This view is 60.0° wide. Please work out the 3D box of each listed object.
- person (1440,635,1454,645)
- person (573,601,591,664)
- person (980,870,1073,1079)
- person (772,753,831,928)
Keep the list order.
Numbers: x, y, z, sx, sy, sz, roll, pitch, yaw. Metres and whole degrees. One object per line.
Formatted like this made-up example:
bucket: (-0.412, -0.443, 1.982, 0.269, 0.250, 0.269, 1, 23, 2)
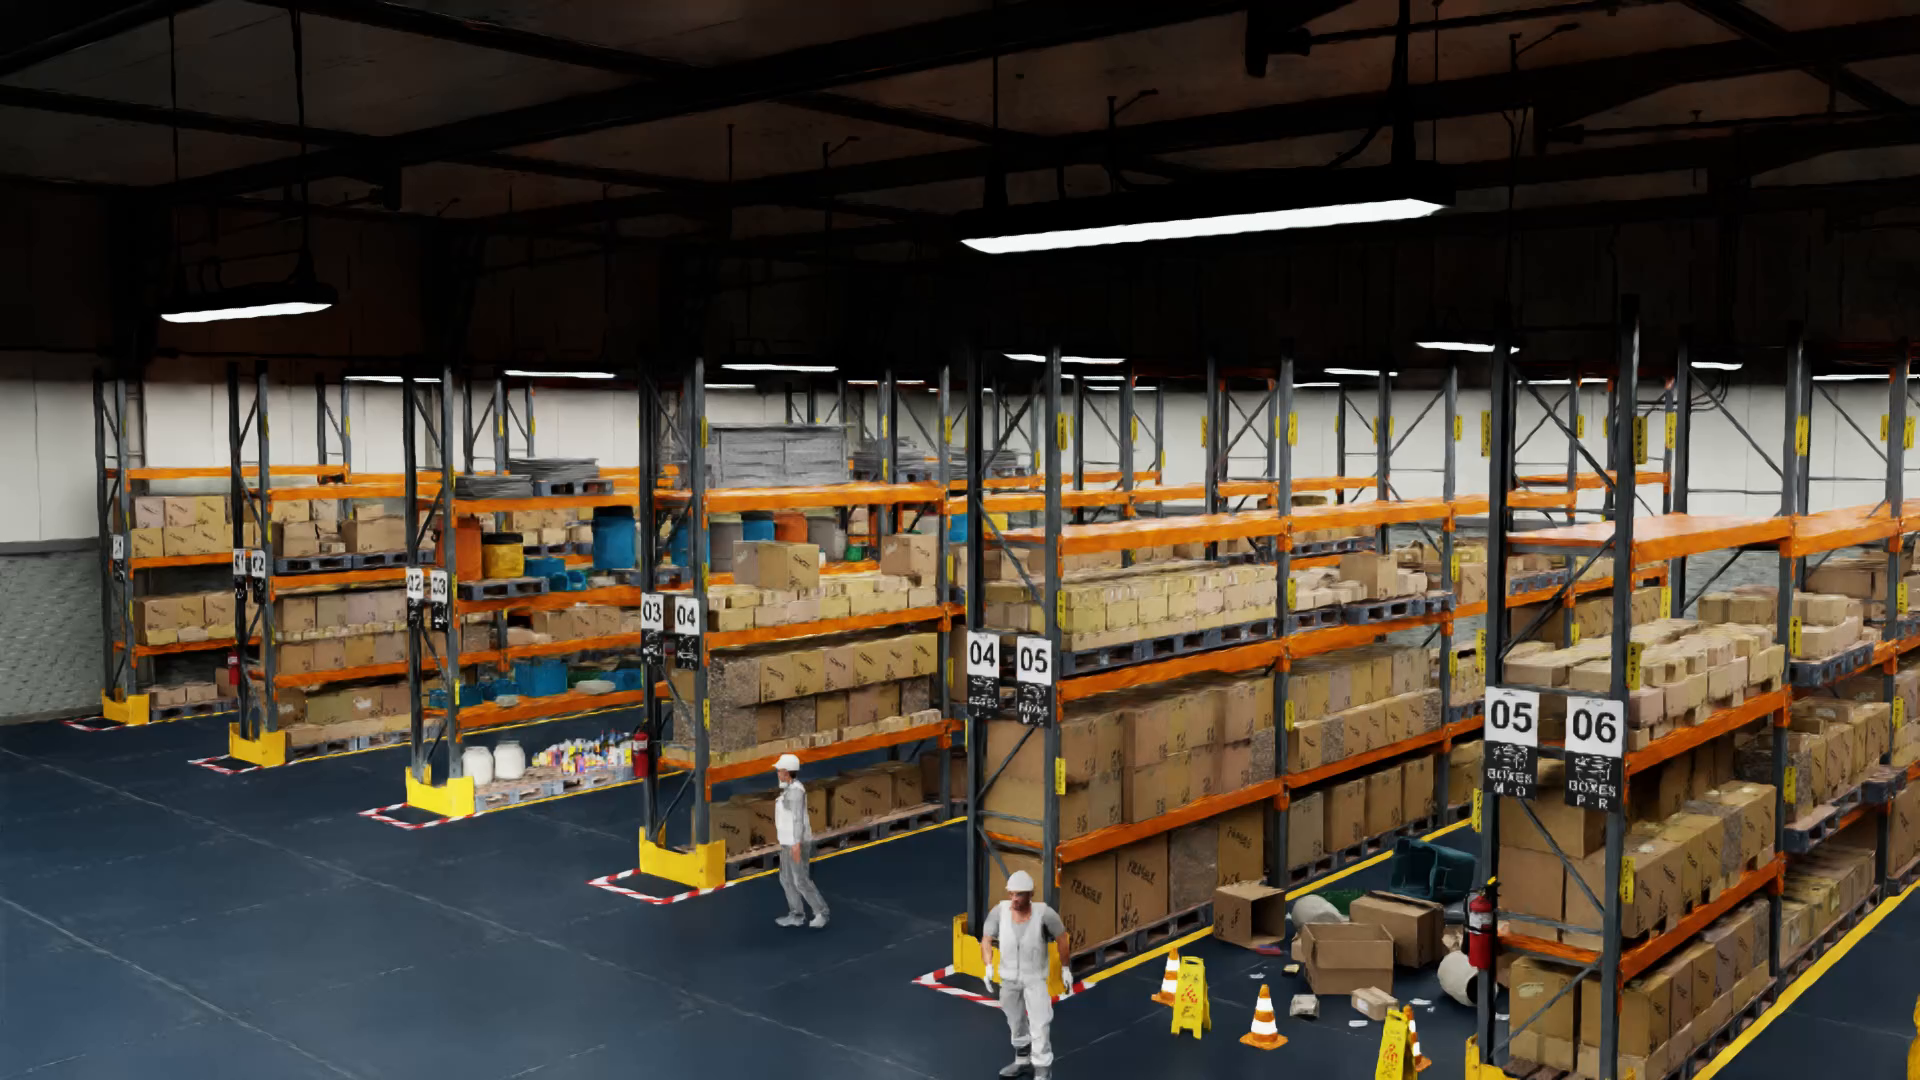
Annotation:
person: (7.620, 2.343, 26.060, 0.679, 1.783, 0.575, -3, 5, -35)
person: (-7.633, 1.831, 33.709, 0.371, 1.682, 0.582, 1, 4, 19)
person: (0.500, 3.359, 12.740, 0.673, 1.730, 0.769, 2, 5, 21)
person: (-1.614, 3.047, 16.902, 0.569, 1.762, 0.577, -1, 4, -12)
